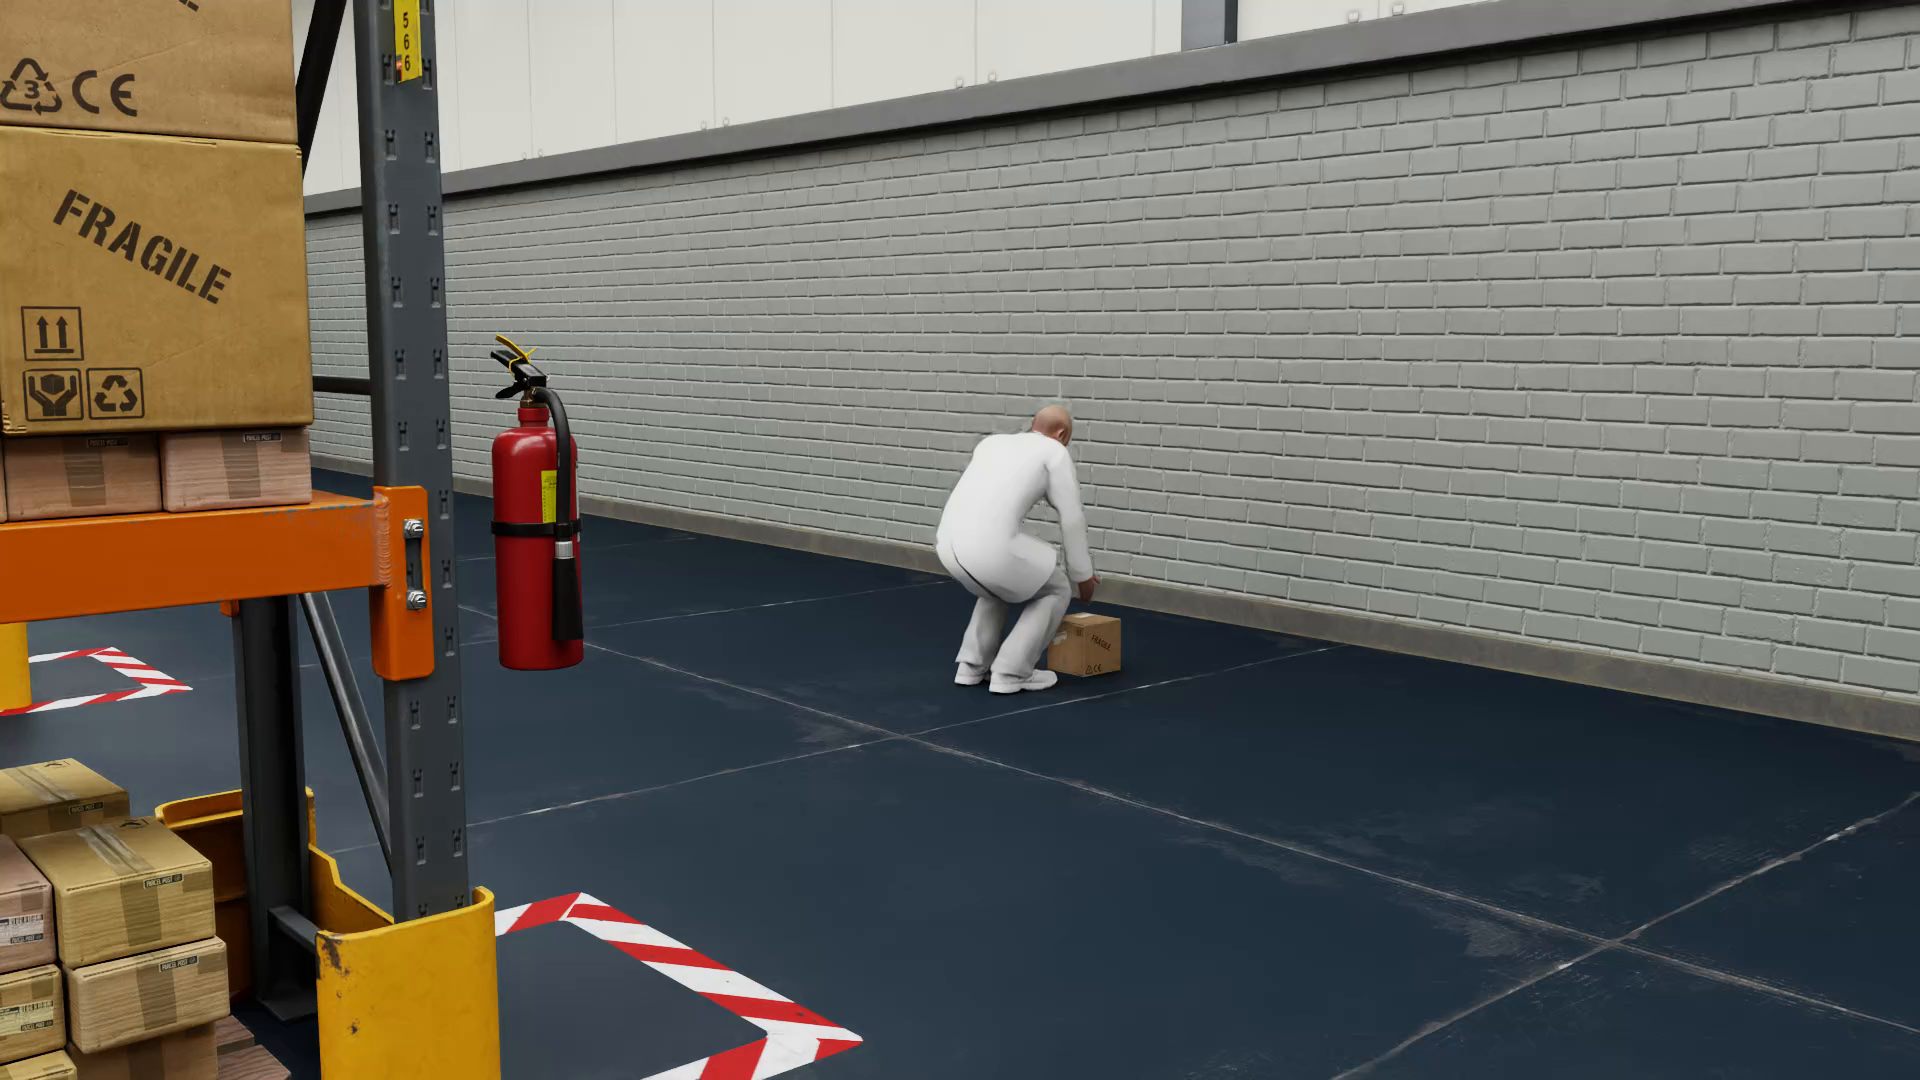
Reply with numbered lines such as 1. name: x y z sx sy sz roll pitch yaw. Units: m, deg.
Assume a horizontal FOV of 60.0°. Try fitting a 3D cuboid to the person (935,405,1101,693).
1. person: 0.227 0.029 7.622 0.793 1.271 0.631 -6 10 -41
